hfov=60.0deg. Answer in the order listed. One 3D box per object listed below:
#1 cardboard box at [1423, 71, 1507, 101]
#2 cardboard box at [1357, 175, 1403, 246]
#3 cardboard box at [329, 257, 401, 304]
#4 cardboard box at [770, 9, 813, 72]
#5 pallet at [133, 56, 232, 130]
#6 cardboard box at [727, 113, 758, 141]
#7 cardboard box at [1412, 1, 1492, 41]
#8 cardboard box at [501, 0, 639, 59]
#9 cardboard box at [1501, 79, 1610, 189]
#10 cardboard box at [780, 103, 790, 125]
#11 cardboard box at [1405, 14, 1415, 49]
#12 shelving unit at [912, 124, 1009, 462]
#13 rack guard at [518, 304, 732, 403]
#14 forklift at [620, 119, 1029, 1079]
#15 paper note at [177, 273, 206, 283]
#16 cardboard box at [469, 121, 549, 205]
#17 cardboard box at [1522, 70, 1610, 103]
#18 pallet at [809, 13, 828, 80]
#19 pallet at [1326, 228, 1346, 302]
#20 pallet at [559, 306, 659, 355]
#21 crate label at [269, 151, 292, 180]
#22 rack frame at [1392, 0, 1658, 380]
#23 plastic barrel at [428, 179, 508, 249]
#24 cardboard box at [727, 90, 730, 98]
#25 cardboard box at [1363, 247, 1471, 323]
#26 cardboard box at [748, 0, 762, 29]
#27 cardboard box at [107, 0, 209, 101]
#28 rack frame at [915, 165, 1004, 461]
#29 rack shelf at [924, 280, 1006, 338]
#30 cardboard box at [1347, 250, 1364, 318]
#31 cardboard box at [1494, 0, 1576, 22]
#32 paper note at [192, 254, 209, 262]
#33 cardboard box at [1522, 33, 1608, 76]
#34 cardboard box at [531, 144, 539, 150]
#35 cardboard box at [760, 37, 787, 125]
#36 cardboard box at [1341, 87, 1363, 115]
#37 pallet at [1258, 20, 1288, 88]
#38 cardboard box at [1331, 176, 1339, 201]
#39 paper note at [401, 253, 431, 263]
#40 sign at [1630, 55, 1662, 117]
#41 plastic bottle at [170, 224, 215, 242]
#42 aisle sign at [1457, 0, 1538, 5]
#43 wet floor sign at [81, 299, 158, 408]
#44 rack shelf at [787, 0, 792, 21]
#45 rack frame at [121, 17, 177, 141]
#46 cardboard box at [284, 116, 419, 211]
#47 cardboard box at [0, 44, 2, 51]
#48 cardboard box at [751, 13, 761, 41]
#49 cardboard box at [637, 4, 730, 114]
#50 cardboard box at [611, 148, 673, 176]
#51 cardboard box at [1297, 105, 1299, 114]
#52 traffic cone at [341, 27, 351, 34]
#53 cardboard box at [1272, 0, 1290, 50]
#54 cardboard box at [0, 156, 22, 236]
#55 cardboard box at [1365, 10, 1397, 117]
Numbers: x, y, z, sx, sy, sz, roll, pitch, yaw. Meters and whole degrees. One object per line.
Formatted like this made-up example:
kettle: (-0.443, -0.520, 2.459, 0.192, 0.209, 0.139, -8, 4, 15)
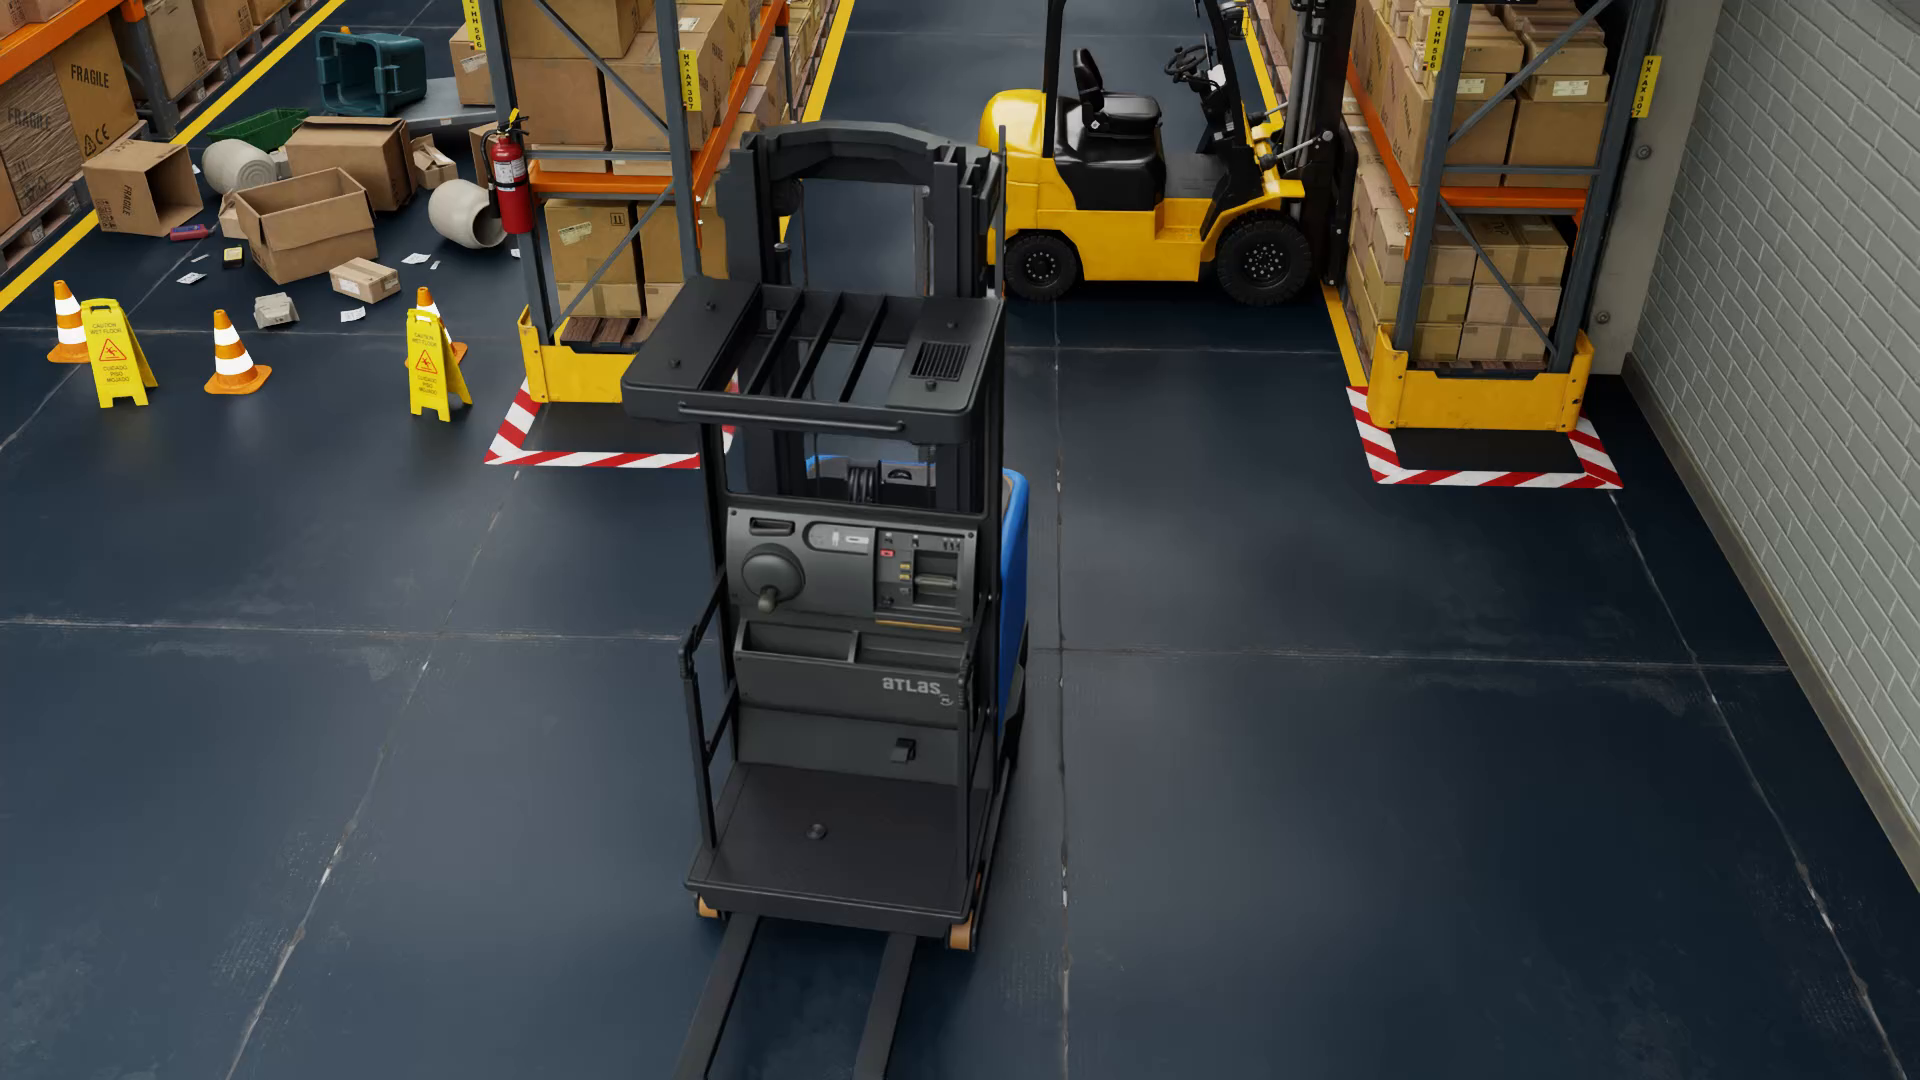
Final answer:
cardboard box: (2.720, -2.486, 8.974, 0.380, 0.149, 0.250, 2, 35, 3)
cardboard box: (2.708, -1.996, 10.083, 0.500, 0.250, 0.500, 2, 35, 3)
cardboard box: (-3.939, -1.720, 11.013, 0.380, 0.149, 0.250, 20, 40, 26)
cardboard box: (-1.769, -4.196, 13.978, 0.950, 0.372, 0.625, 3, 35, 5)
pallet: (-6.807, -3.745, 13.842, 1.003, 0.211, 1.213, 1, 35, 2)
cardboard box: (-1.619, -2.500, 11.018, 0.500, 0.500, 0.500, 2, 35, 3)
cardboard box: (2.753, -2.906, 9.313, 0.380, 0.149, 0.250, 2, 35, 3)
cardboard box: (-2.171, -2.957, 9.079, 0.700, 0.500, 0.500, 1, 35, 1)
cardboard box: (3.284, -2.294, 9.263, 0.500, 0.500, 0.500, 2, 35, 3)
cardboard box: (-1.568, -3.086, 12.504, 0.500, 0.250, 0.500, 3, 35, 4)
cardboard box: (2.794, -2.924, 9.596, 0.380, 0.149, 0.250, 1, 35, 2)
shelving unit: (0.007, -0.954, 8.227, 0.431, 2.100, 0.503, 1, 35, 2)
rack guard: (-1.970, -1.108, 9.837, 1.175, 0.500, 0.348, 1, 35, 2)
forklift: (-0.432, 0.162, 5.917, 1.130, 2.935, 3.031, 5, 35, 8)
paper note: (-5.166, -1.765, 11.183, 0.144, 0.017, 0.142, 13, 37, 18)
cardboard box: (-3.215, -2.779, 12.213, 0.500, 0.500, 0.500, 28, 44, 33)
cardboard box: (3.259, -2.470, 8.950, 0.380, 0.149, 0.250, 0, 35, 1)
pallet: (-1.737, -4.394, 14.765, 1.003, 0.211, 1.213, 1, 35, 2)
pallet: (3.027, -1.973, 11.319, 1.003, 0.211, 1.213, 1, 35, 2)
pallet: (-1.902, -1.456, 10.583, 1.003, 0.211, 1.213, 1, 35, 2)
crate label: (-5.189, -2.849, 12.630, 0.298, 0.136, 0.250, -24, 42, -30)
rack frame: (2.986, -1.974, 8.896, 1.000, 3.000, 0.127, 1, 35, 2)
plastic barrel: (-3.403, -2.255, 11.536, 0.512, 0.421, 0.421, 28, 44, 33)
cardboard box: (-1.632, -2.765, 10.239, 0.380, 0.149, 0.250, 2, 35, 3)
cardboard box: (2.694, -1.513, 9.831, 0.500, 0.250, 0.500, 1, 35, 1)
cardboard box: (-1.612, -3.693, 10.995, 0.500, 0.500, 0.500, 2, 35, 3)
cardboard box: (-6.828, -4.051, 13.443, 1.050, 0.750, 0.750, 1, 35, 2)
rack frame: (-0.003, -0.814, 8.028, 0.400, 2.100, 0.015, 1, 35, 2)
rack shelf: (0.007, -0.943, 8.235, 0.431, 0.518, 0.480, 1, 35, 2)
cardboard box: (2.719, -1.584, 10.367, 0.500, 0.250, 0.500, 1, 35, 2)
cardboard box: (3.279, -3.034, 9.494, 0.380, 0.149, 0.250, 2, 35, 2)
paper note: (-5.231, -1.940, 11.448, 0.032, 0.001, 0.123, 20, 40, 26)
cardboard box: (3.213, -2.590, 8.863, 0.380, 0.149, 0.250, 1, 35, 1)
cardboard box: (-2.273, -2.352, 9.652, 0.380, 0.149, 0.250, 1, 35, 1)
cardboard box: (-1.568, -3.393, 12.288, 0.500, 0.500, 0.500, 1, 35, 1)
cardboard box: (2.775, -2.878, 11.339, 0.500, 0.250, 0.500, 2, 35, 3)
pallet: (3.184, -4.259, 14.572, 1.003, 0.211, 1.213, 1, 35, 2)
cardboard box: (2.748, -2.385, 11.072, 0.500, 0.250, 0.500, 1, 35, 2)
paper note: (-3.740, -1.941, 11.441, 0.148, 0.019, 0.142, 13, 37, 18)
sign: (3.541, -2.345, 8.602, 0.100, 0.325, 0.005, 1, 35, 2)
plastic bottle: (-5.413, -2.172, 11.733, 0.283, 0.061, 0.133, -10, 36, -14)
aisle sign: (2.690, -3.007, 8.105, 0.394, 0.787, 0.004, 1, 35, 2)
wet floor sign: (-4.946, -1.118, 9.725, 0.267, 0.644, 0.232, -4, 35, -6)
rack shelf: (-1.732, -5.240, 14.168, 1.077, 0.370, 4.000, 1, 35, 2)
rack frame: (-6.763, -4.441, 12.406, 1.000, 3.000, 0.127, 1, 35, 2)
cardboard box: (-4.403, -2.726, 12.019, 0.797, 0.637, 0.503, 1, 35, 2)
cardboard box: (-6.826, -3.360, 10.737, 0.875, 0.550, 0.500, 1, 35, 2)
cardboard box: (-1.559, -3.507, 11.295, 0.380, 0.149, 0.250, 1, 35, 1)
cardboard box: (-1.660, -2.813, 9.744, 0.500, 0.500, 0.500, 2, 35, 3)
cardboard box: (-1.753, -2.175, 9.400, 0.380, 0.149, 0.250, 1, 35, 2)
cardboard box: (2.797, -3.049, 12.452, 0.500, 0.250, 0.500, 2, 35, 2)
traffic cone: (-5.200, -4.139, 14.183, 0.336, 0.463, 0.334, 1, 35, 2)
cardboard box: (3.224, -4.650, 14.404, 0.875, 0.625, 0.625, 0, 35, 0)
cardboard box: (-6.929, -2.342, 10.903, 0.875, 0.875, 0.875, 1, 35, 1)
cardboard box: (2.794, -2.896, 10.121, 0.500, 0.500, 0.500, 1, 35, 1)
